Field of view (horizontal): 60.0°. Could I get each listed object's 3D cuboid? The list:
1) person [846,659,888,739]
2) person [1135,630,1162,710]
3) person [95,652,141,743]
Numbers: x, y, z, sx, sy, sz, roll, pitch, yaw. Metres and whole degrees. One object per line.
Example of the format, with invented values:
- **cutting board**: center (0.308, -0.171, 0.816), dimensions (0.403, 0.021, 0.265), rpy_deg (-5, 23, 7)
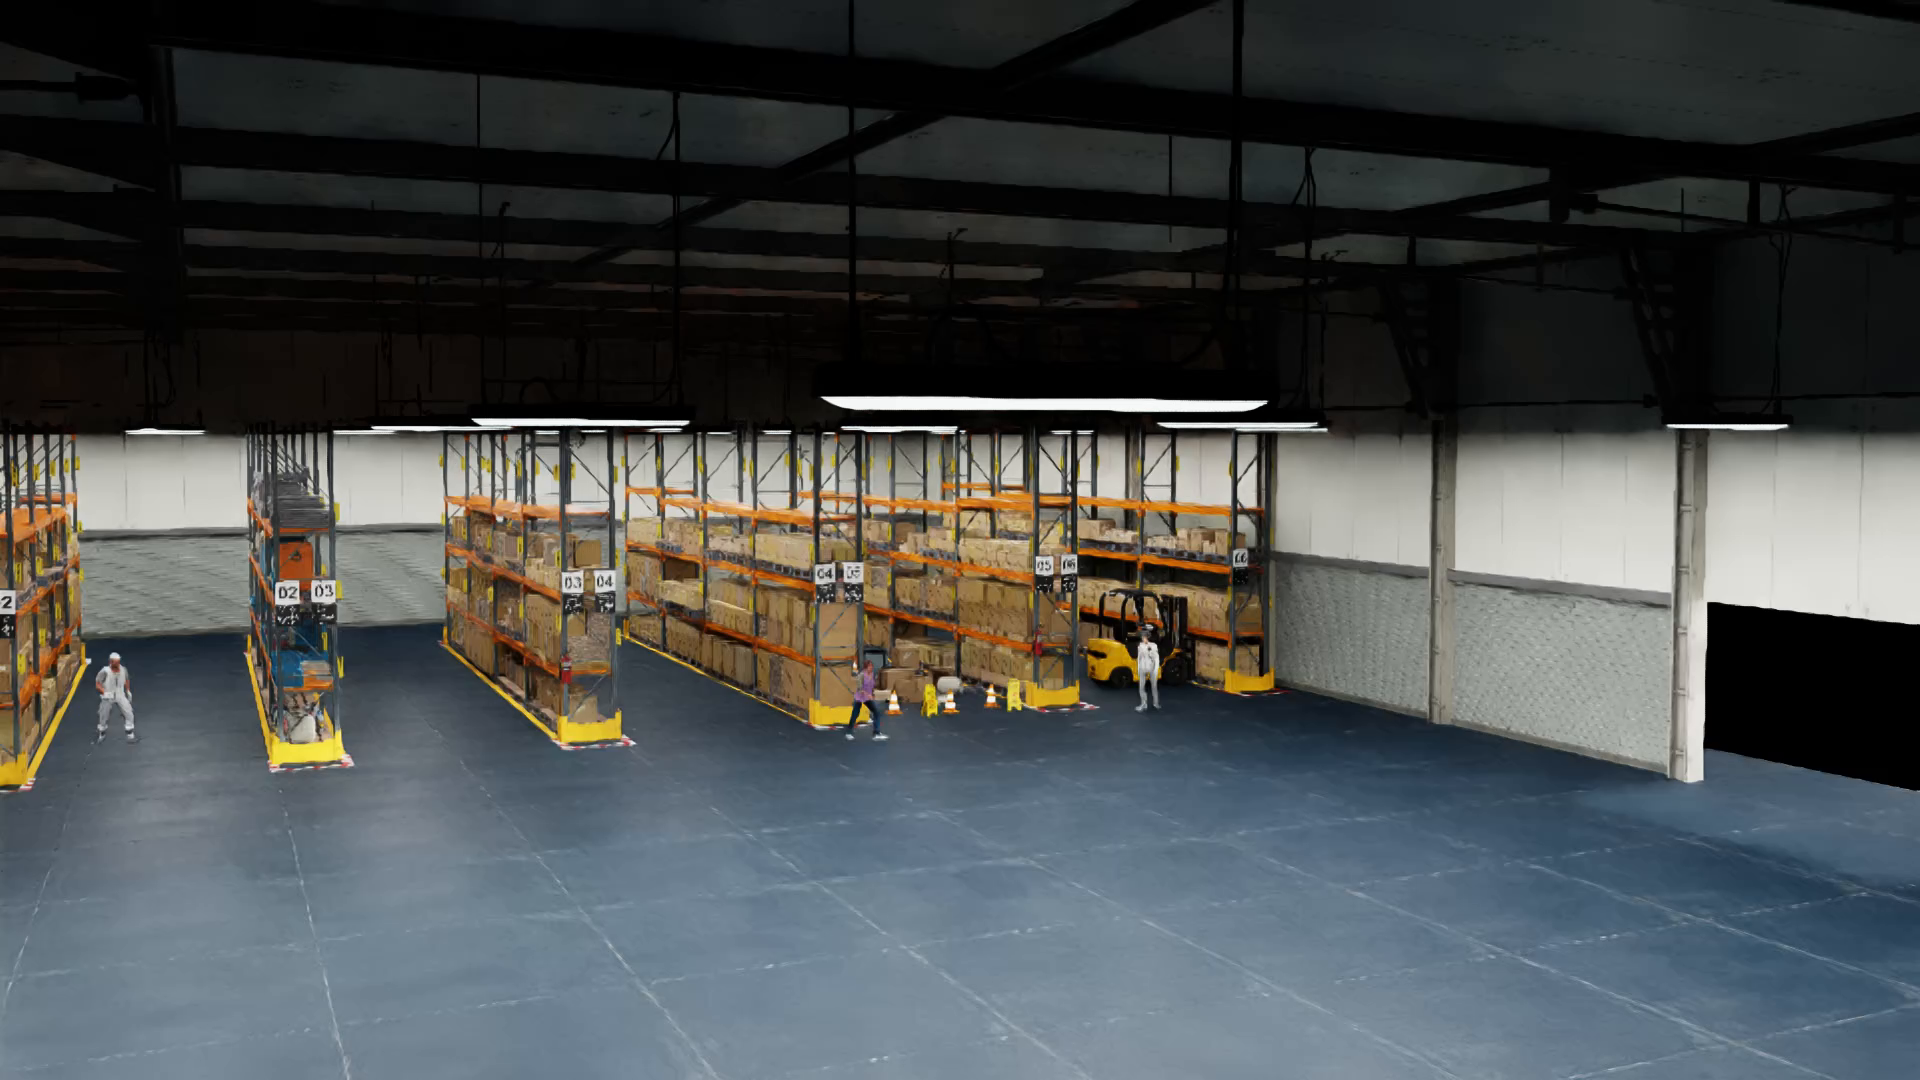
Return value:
- **person**: center (-1.794, 2.991, 31.296), dimensions (0.755, 1.533, 0.572), rpy_deg (4, 5, 45)
- **person**: center (3.958, 2.716, 34.912), dimensions (0.520, 1.667, 0.551), rpy_deg (2, 4, 29)
- **person**: center (-15.701, 2.921, 30.875), dimensions (0.686, 1.716, 0.829), rpy_deg (-3, 5, -42)
